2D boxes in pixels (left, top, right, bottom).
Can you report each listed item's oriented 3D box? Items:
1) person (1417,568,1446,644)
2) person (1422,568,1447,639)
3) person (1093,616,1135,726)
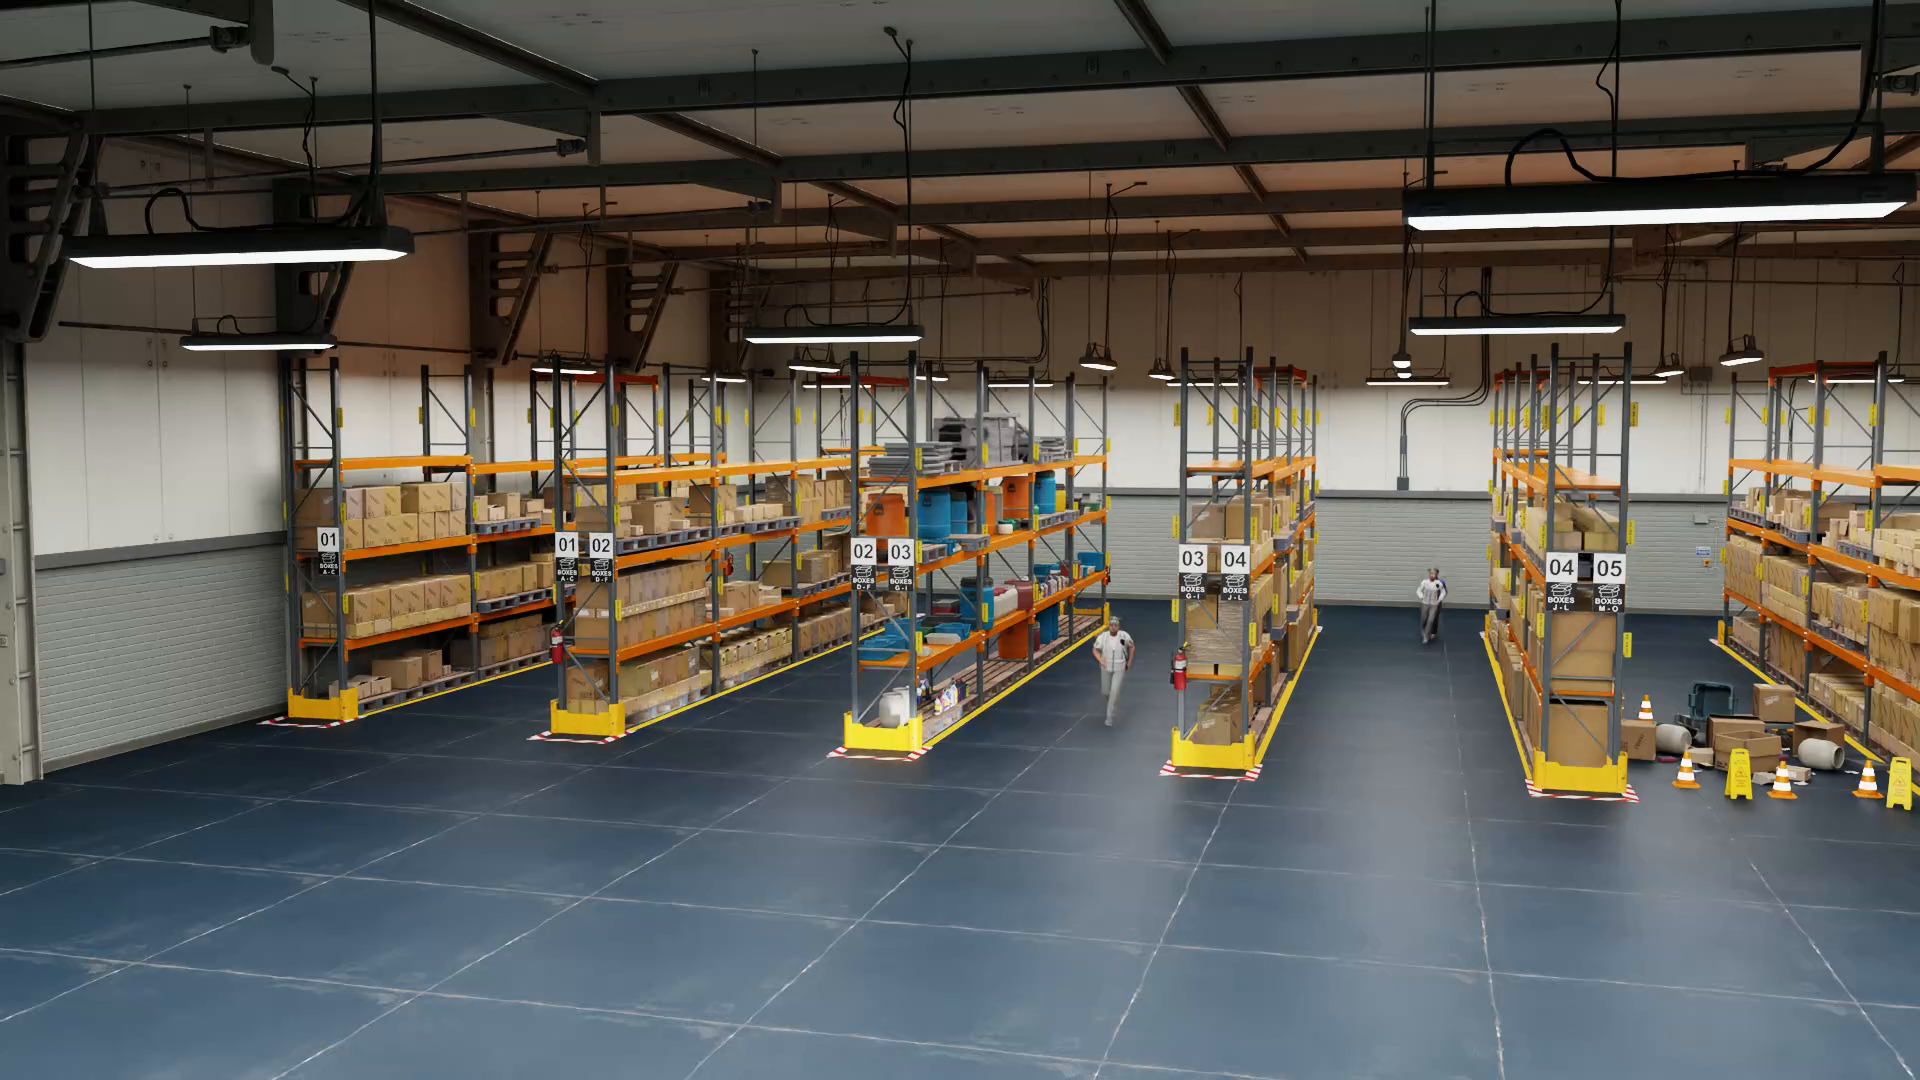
[{"bbox_3d":[10.546,1.448,37.221,0.632,1.687,0.756,1,4,20],"label":"person"},{"bbox_3d":[10.769,1.438,37.822,0.570,1.622,0.558,2,5,26],"label":"person"},{"bbox_3d":[2.539,2.121,27.482,0.686,1.776,0.919,1,4,10],"label":"person"}]
